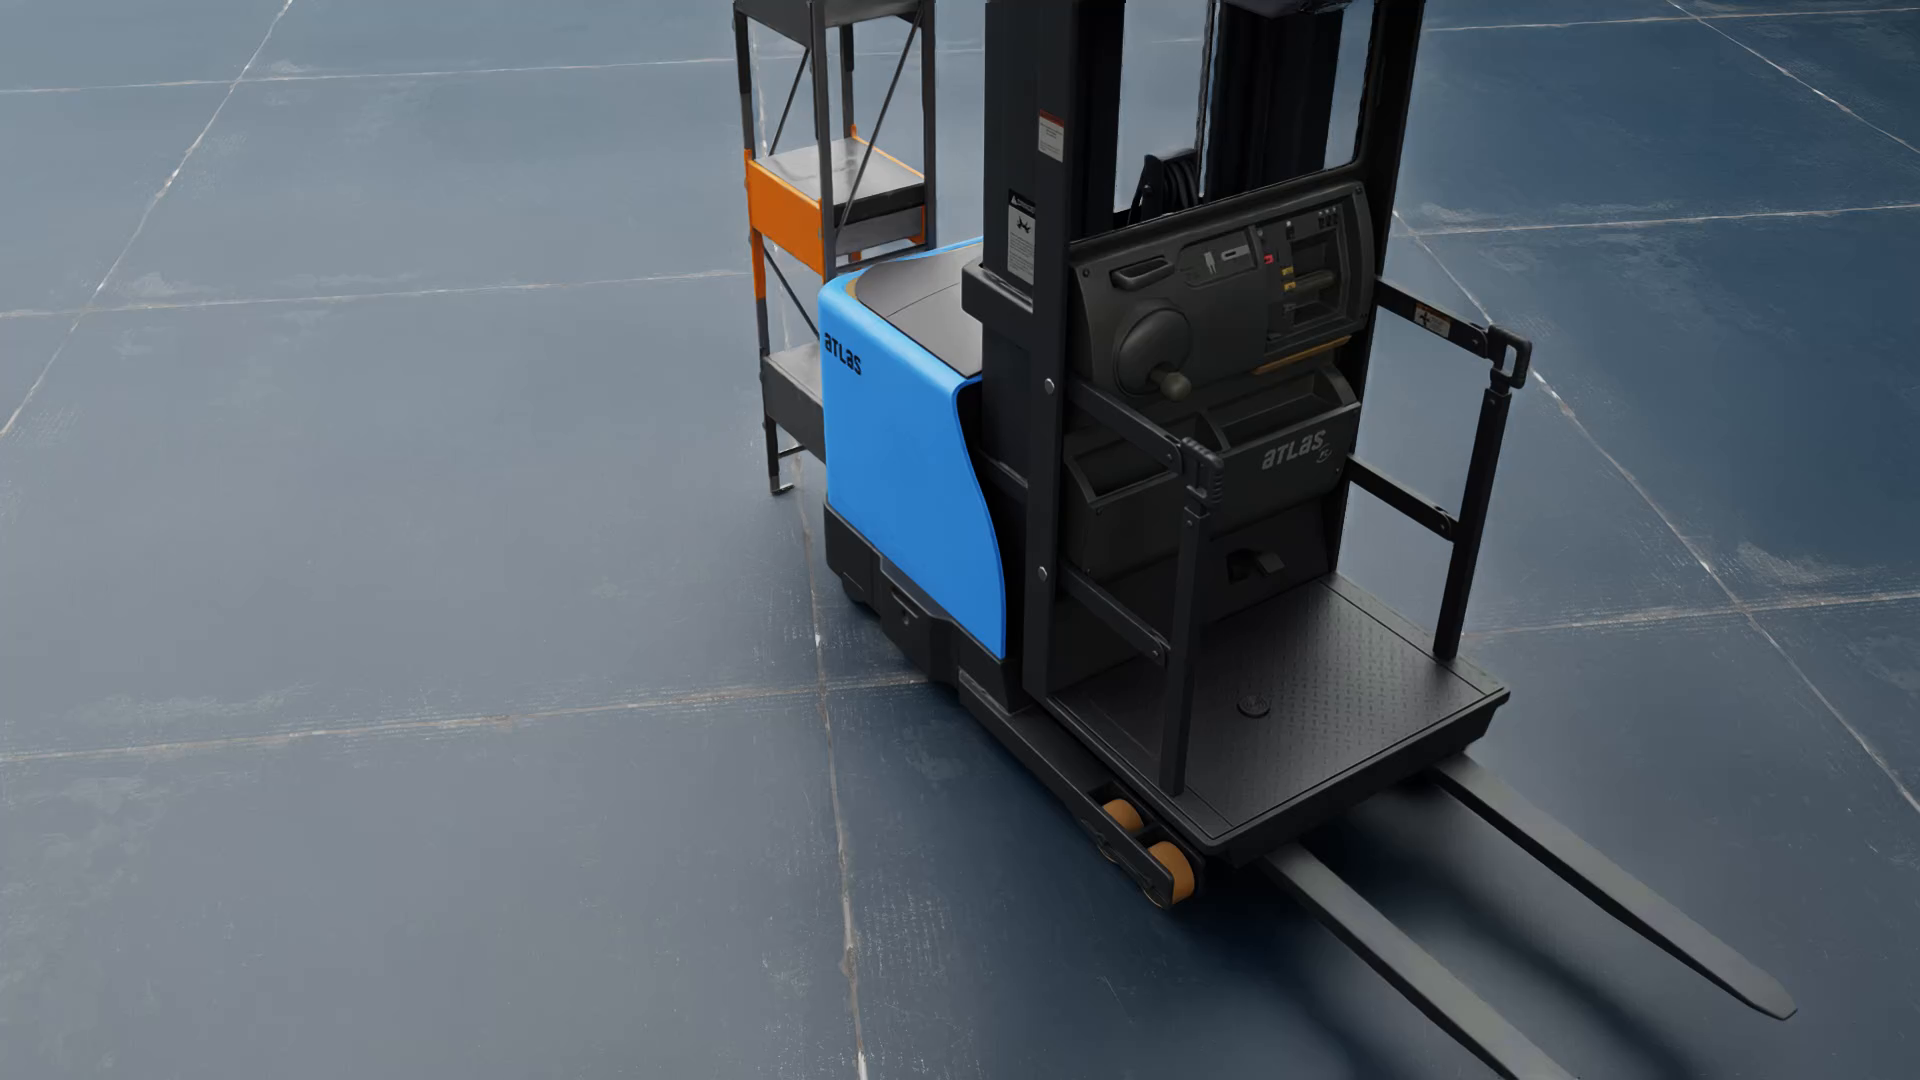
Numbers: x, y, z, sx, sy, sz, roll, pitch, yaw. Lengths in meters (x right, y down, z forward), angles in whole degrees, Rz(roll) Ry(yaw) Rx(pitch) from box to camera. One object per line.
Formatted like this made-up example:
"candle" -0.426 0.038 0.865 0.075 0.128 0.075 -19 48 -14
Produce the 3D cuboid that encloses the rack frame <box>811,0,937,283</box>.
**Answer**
"rack frame" -0.244 -0.870 5.162 0.400 2.100 0.015 -21 39 -27

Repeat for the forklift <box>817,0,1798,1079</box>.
"forklift" 0.792 -0.563 3.974 1.130 2.935 3.031 -21 39 -27

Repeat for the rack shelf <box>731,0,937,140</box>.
"rack shelf" -0.380 -1.551 4.943 0.431 0.518 0.480 -21 39 -27

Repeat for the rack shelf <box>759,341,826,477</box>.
"rack shelf" -0.380 -0.394 5.732 0.431 0.518 0.480 -21 39 -27

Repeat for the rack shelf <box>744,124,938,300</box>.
"rack shelf" -0.380 -0.973 5.337 0.431 0.518 0.480 -21 39 -27

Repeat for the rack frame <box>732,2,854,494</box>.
"rack frame" -0.516 -1.098 5.497 0.400 2.100 0.015 -21 39 -27

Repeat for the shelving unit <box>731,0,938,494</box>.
"shelving unit" -0.380 -0.984 5.330 0.431 2.100 0.503 -21 39 -27
